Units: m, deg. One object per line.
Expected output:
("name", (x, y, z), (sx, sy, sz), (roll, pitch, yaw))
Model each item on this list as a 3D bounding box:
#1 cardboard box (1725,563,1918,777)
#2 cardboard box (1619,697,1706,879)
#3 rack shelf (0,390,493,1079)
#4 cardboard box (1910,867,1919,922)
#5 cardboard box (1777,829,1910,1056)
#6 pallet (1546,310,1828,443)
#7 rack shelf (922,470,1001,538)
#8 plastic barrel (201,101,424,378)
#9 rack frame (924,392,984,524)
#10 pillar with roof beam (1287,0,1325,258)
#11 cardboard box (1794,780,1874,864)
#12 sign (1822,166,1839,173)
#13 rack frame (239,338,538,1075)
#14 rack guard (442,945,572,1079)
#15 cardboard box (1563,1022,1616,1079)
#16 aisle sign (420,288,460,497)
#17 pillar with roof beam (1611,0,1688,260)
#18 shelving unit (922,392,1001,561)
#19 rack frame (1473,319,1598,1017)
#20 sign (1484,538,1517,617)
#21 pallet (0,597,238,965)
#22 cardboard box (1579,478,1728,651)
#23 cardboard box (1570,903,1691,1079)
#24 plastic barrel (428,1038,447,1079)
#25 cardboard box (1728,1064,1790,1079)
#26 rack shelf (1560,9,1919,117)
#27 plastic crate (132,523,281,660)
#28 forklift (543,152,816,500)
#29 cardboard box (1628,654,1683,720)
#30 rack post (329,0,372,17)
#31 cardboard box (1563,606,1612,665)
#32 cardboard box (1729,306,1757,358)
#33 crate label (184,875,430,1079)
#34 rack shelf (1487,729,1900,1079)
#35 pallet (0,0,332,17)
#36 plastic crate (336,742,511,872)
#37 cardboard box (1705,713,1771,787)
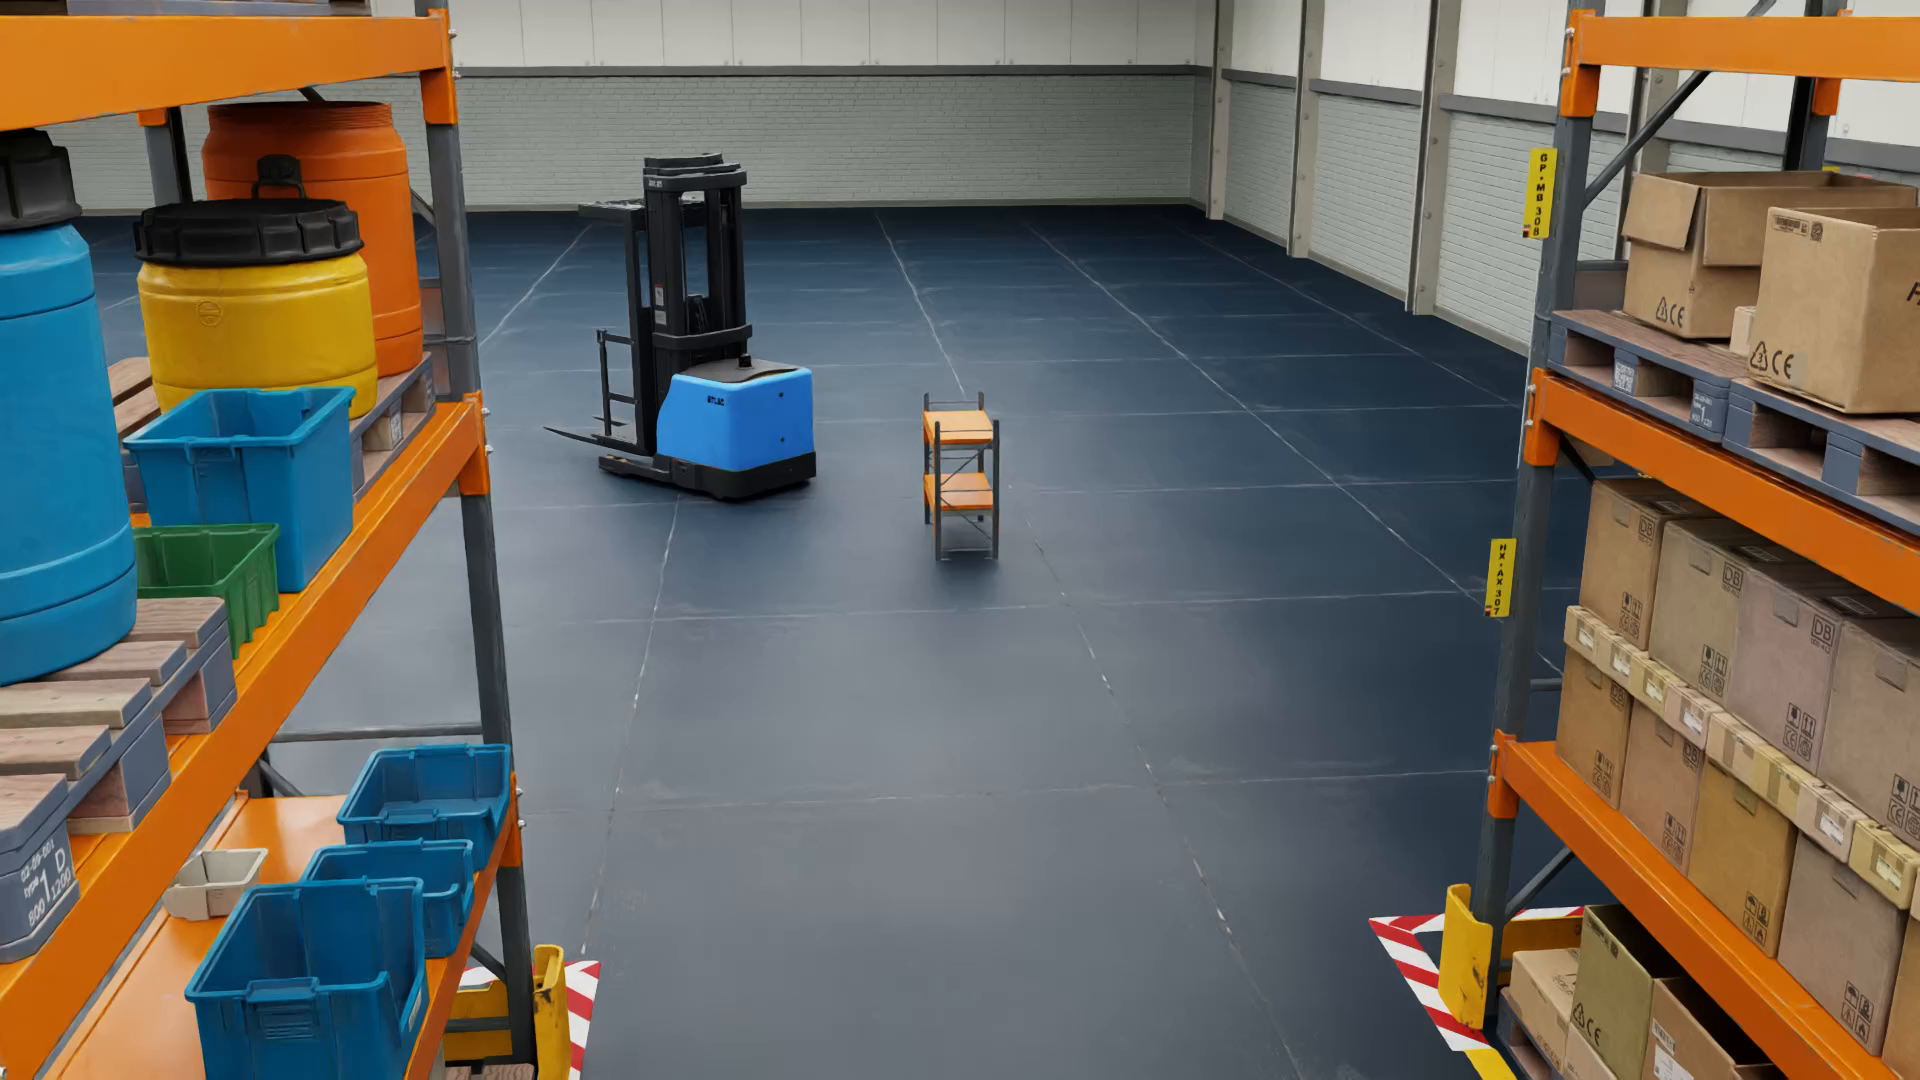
("cardboard box", (2.854, 0.382, 5.121), (0.700, 0.500, 0.500), (-2, 18, -5))
("cardboard box", (2.795, 0.834, 5.845), (0.700, 0.500, 0.500), (-1, 17, -4))
("rack shelf", (-2.020, 0.246, 4.078), (1.077, 0.370, 4.000), (-2, 18, -6))
("cardboard box", (2.743, 0.968, 4.336), (0.380, 0.149, 0.250), (-1, 17, -4))
("cardboard box", (2.898, 1.139, 4.874), (0.700, 0.500, 0.500), (-1, 17, -4))
("pallet", (2.748, -0.591, 5.692), (1.003, 0.211, 1.213), (-2, 18, -6))
("rack shelf", (0.001, -0.301, 13.575), (0.538, 0.278, 1.000), (-2, 18, -6))
("plastic barrel", (-2.050, -0.957, 5.293), (0.600, 0.830, 0.708), (-2, 18, -6))
("rack frame", (-0.052, -0.686, 13.985), (0.500, 1.125, 0.032), (-2, 18, -6))
("pillar with roof beam", (1.803, -9.266, 28.167), (9.100, 9.000, 0.400), (-2, 18, -6))
("cardboard box", (2.685, 0.811, 4.837), (0.380, 0.149, 0.250), (-2, 18, -5))
("sign", (3.242, -1.242, 6.272), (0.100, 0.325, 0.005), (-2, 18, -6))
("rack frame", (-2.227, 0.738, 6.318), (1.000, 3.000, 0.127), (-2, 18, -6))
("rack guard", (-2.172, 1.952, 6.625), (1.175, 0.500, 0.348), (-2, 18, -6))
("cardboard box", (2.590, 2.013, 6.146), (0.500, 0.250, 0.500), (-2, 18, -6))
("aisle sign", (-1.939, -0.533, 6.026), (0.394, 0.787, 0.004), (-2, 18, -6))
("pillar with roof beam", (3.040, -5.691, 16.779), (9.100, 9.000, 0.400), (-2, 18, -6))
("shelving unit", (0.001, -0.535, 13.502), (0.538, 1.125, 1.048), (-2, 18, -6))
("rack frame", (2.701, 0.586, 6.802), (1.000, 3.000, 0.127), (-2, 18, -6))
("sign", (2.148, 0.151, 6.611), (0.100, 0.325, 0.005), (-2, 18, -6))
("pallet", (-1.986, 0.377, 2.776), (1.213, 0.211, 1.003), (-2, 18, -6))
("cardboard box", (2.741, 0.075, 6.098), (0.700, 0.500, 0.500), (-2, 18, -5))
("cardboard box", (2.588, 1.656, 6.033), (0.500, 0.500, 0.500), (-2, 18, -6))
("plastic barrel", (-2.083, 1.919, 6.011), (0.421, 0.512, 0.421), (0, 17, 0))
("cardboard box", (2.687, 1.954, 5.084), (0.500, 0.500, 0.500), (-2, 18, -6))
("rack shelf", (2.907, -1.146, 4.173), (1.077, 0.370, 4.000), (-2, 18, -6))
("plastic crate", (-1.706, 0.121, 3.629), (0.336, 0.188, 0.450), (-2, 18, -6))
("forklift", (-2.777, -2.099, 15.469), (3.031, 2.935, 1.130), (14, 22, 38))
("cardboard box", (2.581, 0.506, 5.809), (0.380, 0.149, 0.250), (-2, 18, -5))
("rack post", (-2.275, -1.656, 4.764), (0.937, 0.300, 0.954), (0, 17, 0))
("cardboard box", (2.527, 0.353, 6.296), (0.380, 0.149, 0.250), (-2, 18, -6))
("cardboard box", (2.647, -0.636, 5.172), (0.380, 0.149, 0.250), (-2, 18, -6))
("crate label", (-1.768, 1.261, 4.593), (0.502, 0.435, 0.616), (-2, 18, -6))
("rack shelf", (2.907, 1.525, 5.012), (1.077, 0.370, 4.000), (-2, 18, -6))
("pallet", (-2.056, -1.260, 3.652), (1.003, 0.211, 1.213), (-2, 18, -6))
("plastic crate", (-1.877, 0.949, 5.895), (0.499, 0.251, 0.616), (-2, 18, -6))
("cardboard box", (2.635, 0.660, 5.317), (0.380, 0.149, 0.250), (-2, 18, -7))
